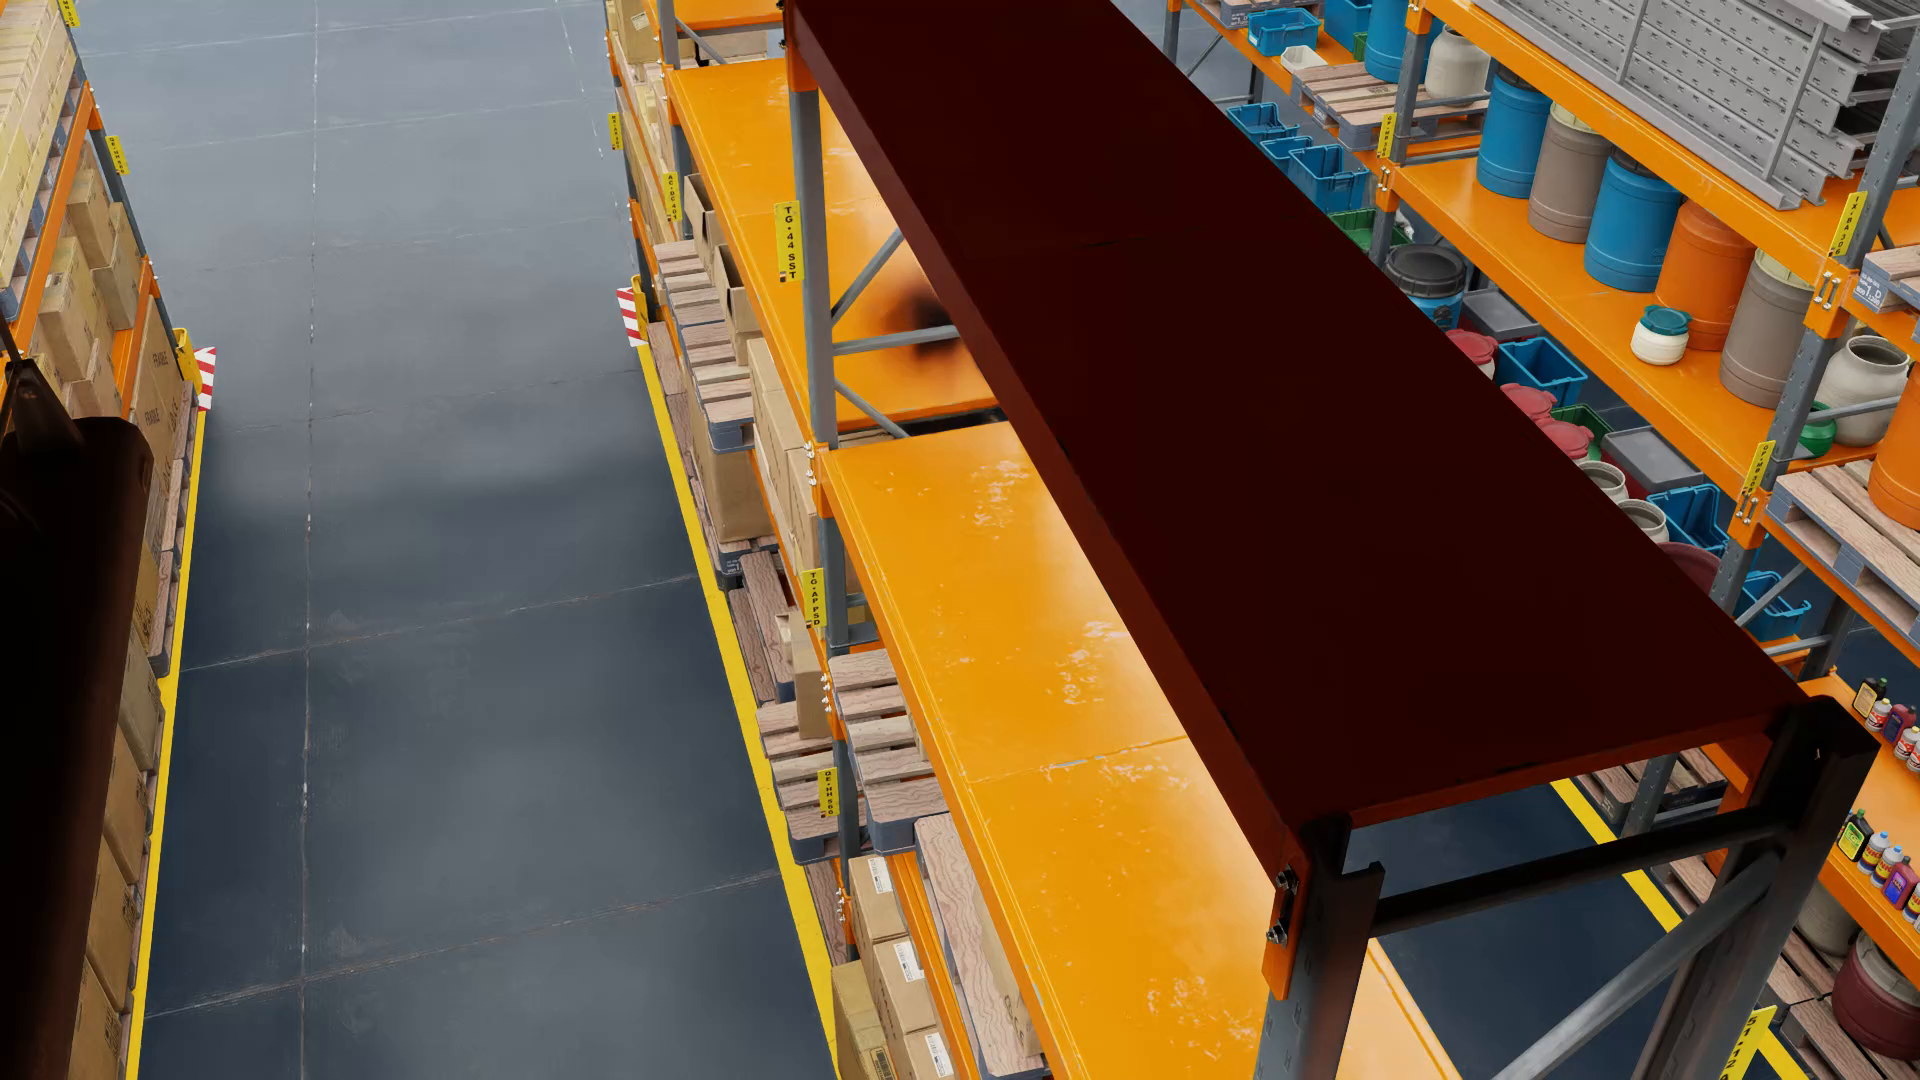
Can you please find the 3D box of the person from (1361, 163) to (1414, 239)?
[{"bbox_3d":[4.076,-3.412,15.974,0.555,1.465,0.534,-17,42,-20],"label":"person"}]
